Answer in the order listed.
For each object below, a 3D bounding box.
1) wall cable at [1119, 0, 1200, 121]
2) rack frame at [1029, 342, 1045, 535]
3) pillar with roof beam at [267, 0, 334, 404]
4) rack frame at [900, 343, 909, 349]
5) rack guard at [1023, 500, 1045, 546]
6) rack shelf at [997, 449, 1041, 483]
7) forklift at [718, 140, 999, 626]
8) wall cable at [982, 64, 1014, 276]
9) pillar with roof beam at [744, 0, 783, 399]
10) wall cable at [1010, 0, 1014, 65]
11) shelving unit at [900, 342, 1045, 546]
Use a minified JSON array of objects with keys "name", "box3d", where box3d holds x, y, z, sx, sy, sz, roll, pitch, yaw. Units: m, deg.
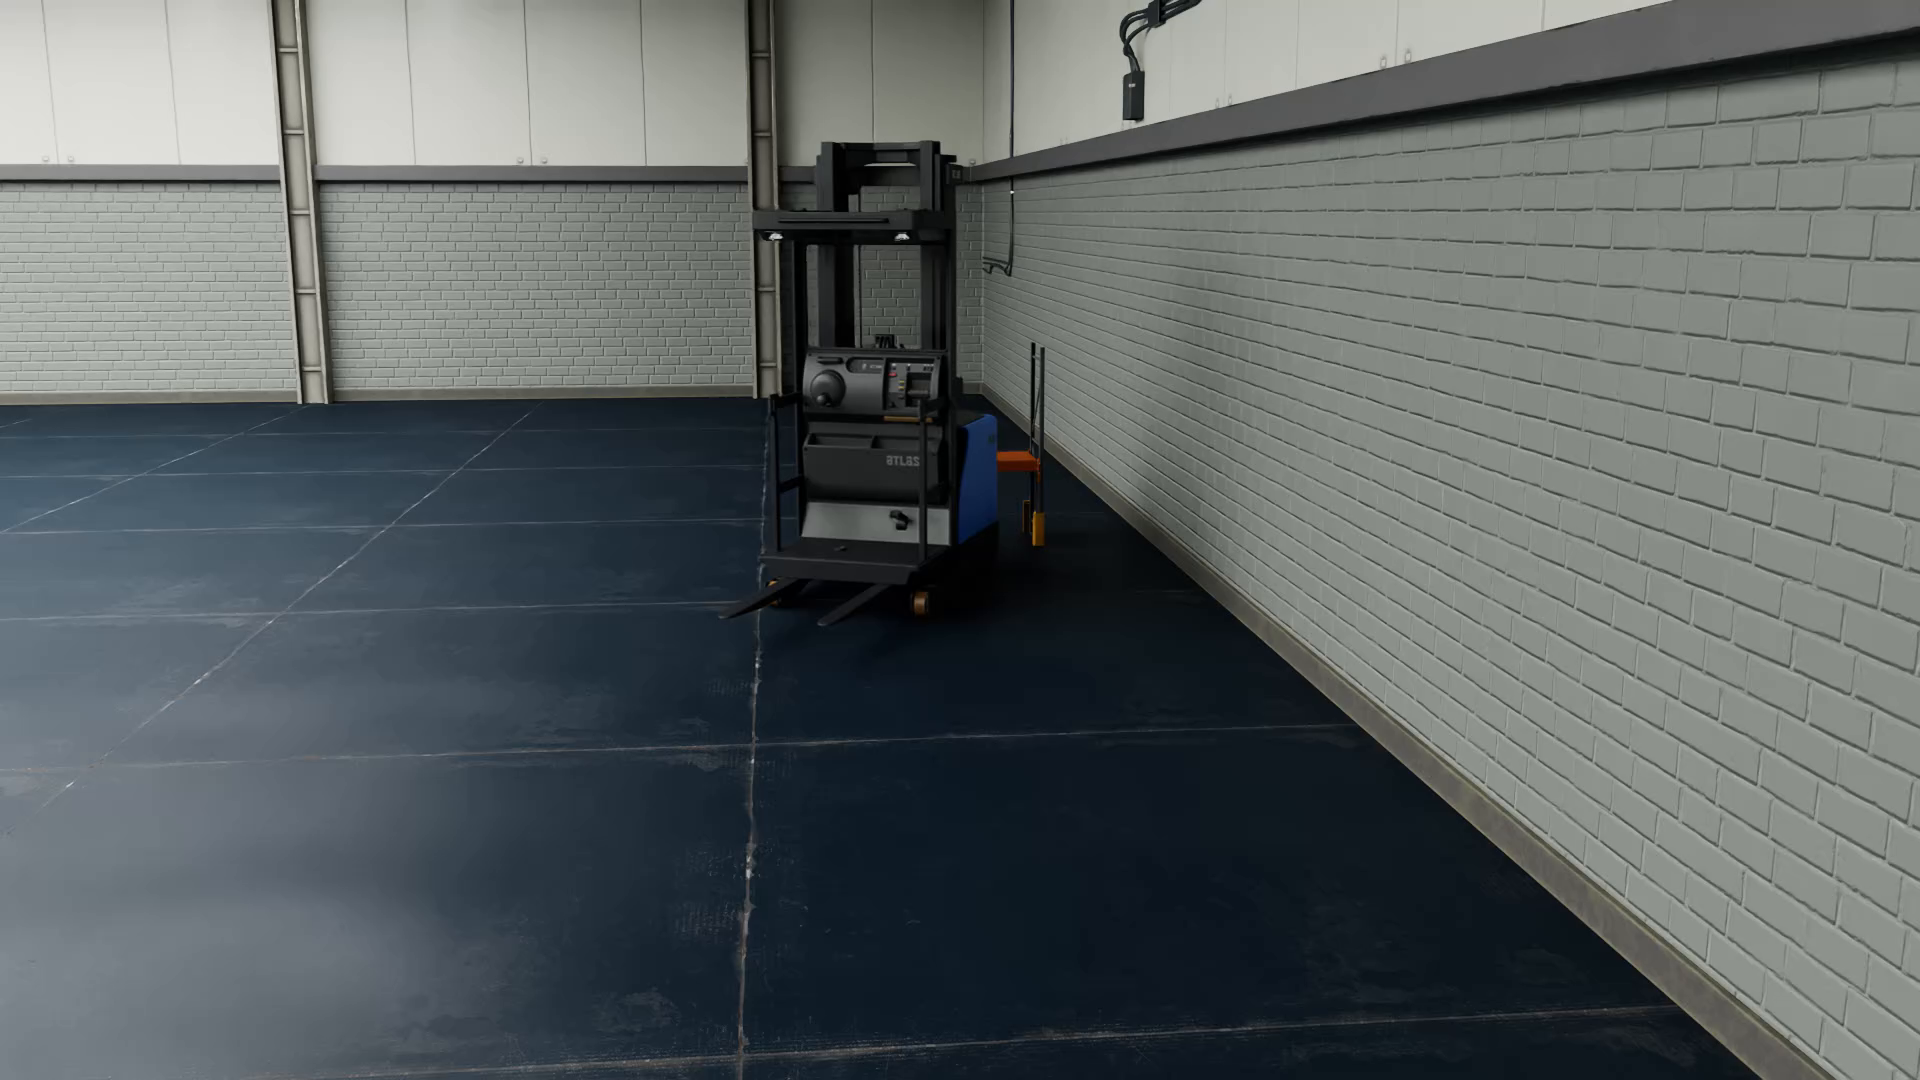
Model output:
[{"name":"wall cable","box3d":[1.442,-6.035,11.423,0.169,6.003,2.305,-1,11,-6]},{"name":"rack frame","box3d":[0.590,-0.748,12.786,0.032,1.500,0.500,-1,11,-6]},{"name":"pillar with roof beam","box3d":[-8.139,-5.429,17.156,0.400,9.000,9.100,-1,11,-6]},{"name":"rack frame","box3d":[-0.421,-0.727,12.679,0.032,1.500,0.500,-1,11,-6]},{"name":"rack guard","box3d":[0.571,-0.135,12.905,0.087,0.250,0.587,-1,11,-6]},{"name":"rack shelf","box3d":[0.085,-0.561,12.767,1.000,0.185,0.538,-1,11,-6]},{"name":"forklift","box3d":[-0.628,-1.042,10.570,1.130,2.935,3.031,3,12,16]},{"name":"wall cable","box3d":[0.432,-4.664,21.313,0.112,2.526,3.097,-1,11,-6]},{"name":"pillar with roof beam","box3d":[-2.174,-5.554,17.792,0.400,9.000,9.100,-1,11,-6]},{"name":"wall cable","box3d":[0.724,-6.623,18.187,0.112,2.526,3.097,-1,11,-6]},{"name":"shelving unit","box3d":[0.076,-0.738,12.731,1.083,1.500,0.587,-1,11,-6]}]
